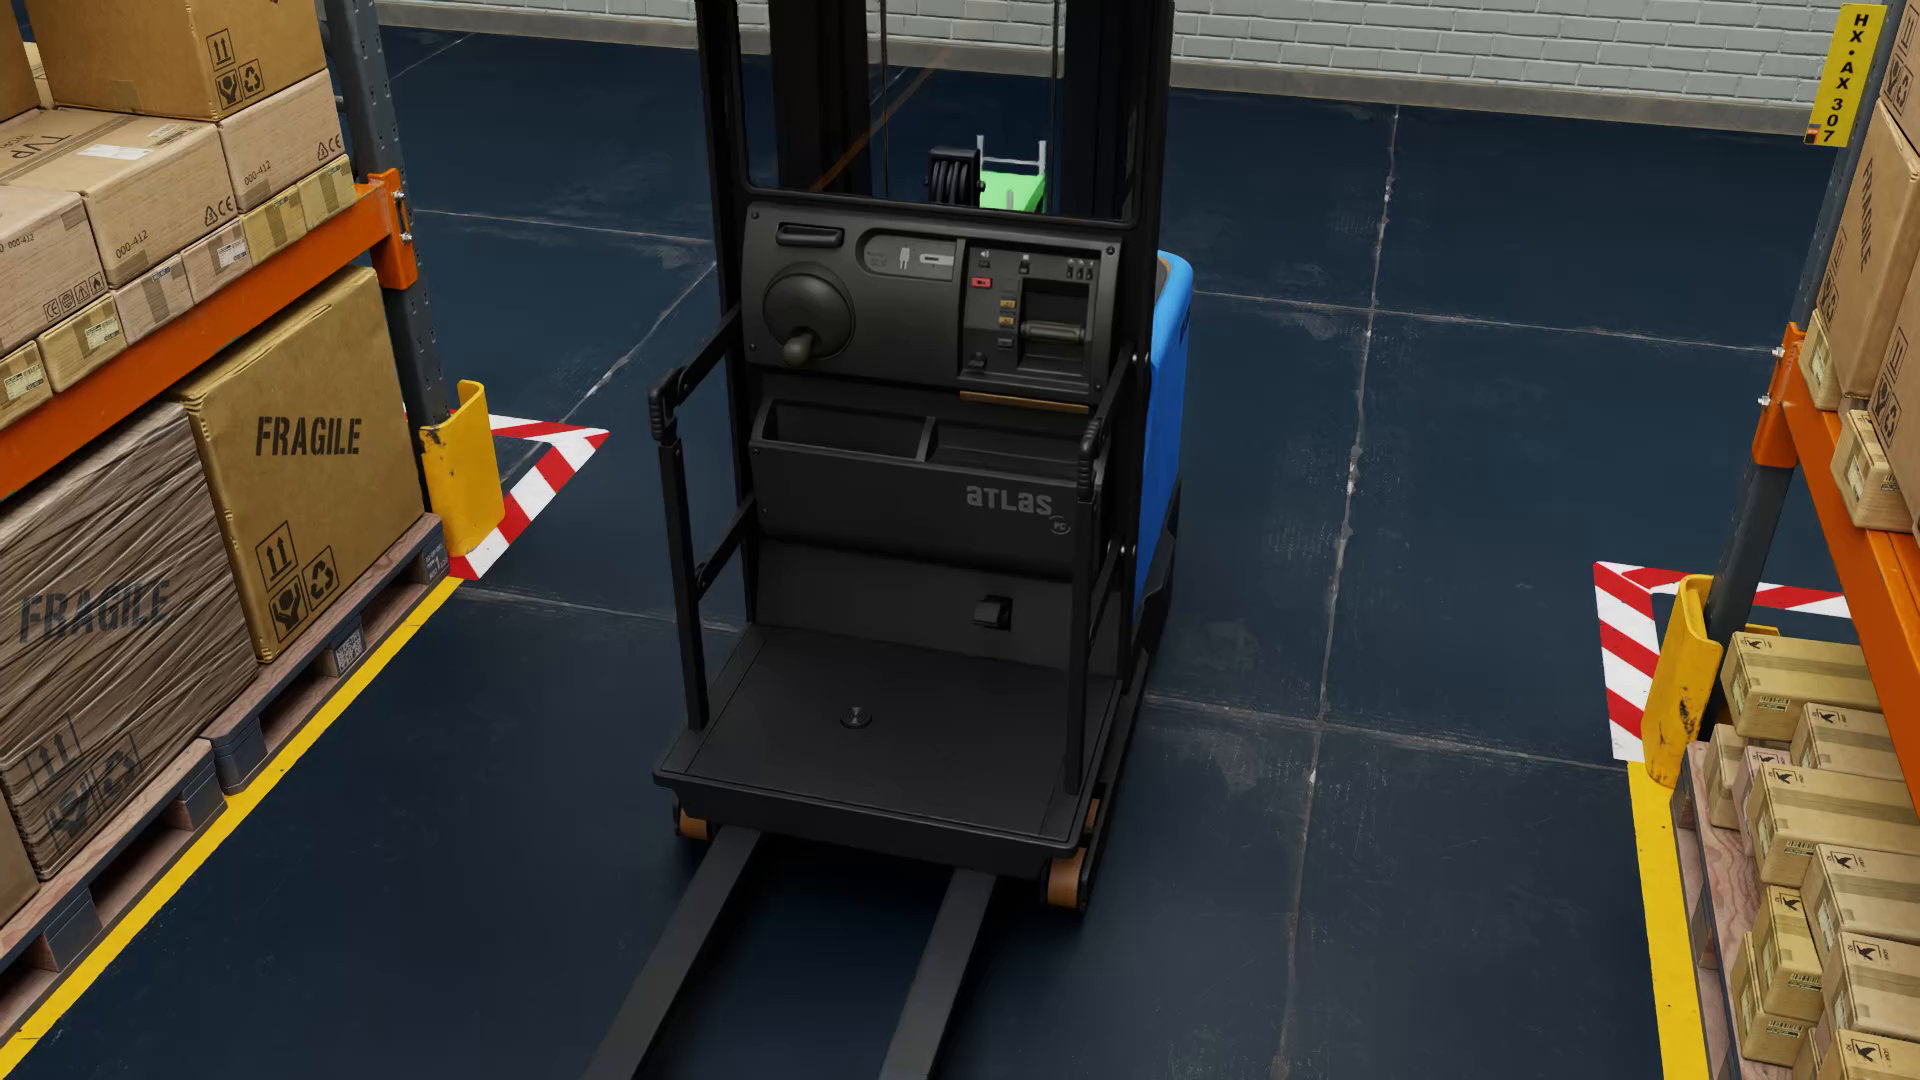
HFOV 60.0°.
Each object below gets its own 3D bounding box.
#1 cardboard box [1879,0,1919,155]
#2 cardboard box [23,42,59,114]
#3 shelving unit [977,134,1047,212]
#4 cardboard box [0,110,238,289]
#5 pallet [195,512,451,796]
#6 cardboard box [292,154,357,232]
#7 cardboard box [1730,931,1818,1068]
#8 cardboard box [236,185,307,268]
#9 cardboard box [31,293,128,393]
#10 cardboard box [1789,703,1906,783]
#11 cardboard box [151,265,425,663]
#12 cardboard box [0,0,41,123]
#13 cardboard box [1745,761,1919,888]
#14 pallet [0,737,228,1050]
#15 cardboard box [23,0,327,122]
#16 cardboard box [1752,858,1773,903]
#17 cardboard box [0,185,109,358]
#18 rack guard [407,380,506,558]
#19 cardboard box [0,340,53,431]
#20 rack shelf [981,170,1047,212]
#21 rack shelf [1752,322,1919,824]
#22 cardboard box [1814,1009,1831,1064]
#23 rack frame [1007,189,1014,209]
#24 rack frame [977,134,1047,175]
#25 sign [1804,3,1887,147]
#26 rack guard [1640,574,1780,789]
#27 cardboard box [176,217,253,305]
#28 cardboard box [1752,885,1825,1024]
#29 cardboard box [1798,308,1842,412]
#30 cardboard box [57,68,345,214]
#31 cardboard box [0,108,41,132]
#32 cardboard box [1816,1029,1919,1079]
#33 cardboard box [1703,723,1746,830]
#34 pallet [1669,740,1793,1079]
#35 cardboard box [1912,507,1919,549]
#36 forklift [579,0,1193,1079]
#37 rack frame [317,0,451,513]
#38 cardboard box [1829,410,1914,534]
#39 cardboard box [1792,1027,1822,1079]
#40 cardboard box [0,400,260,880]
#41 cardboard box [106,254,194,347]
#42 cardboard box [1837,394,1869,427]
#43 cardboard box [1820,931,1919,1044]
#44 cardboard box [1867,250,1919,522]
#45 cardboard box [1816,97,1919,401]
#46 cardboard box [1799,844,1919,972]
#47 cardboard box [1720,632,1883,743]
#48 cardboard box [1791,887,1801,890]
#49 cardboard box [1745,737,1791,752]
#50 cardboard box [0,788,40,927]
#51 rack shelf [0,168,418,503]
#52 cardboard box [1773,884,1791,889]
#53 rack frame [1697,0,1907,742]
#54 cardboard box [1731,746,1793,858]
[{"bbox_3d":[2.191,-1.019,3.254,0.500,0.500,0.500,8,33,12],"label":"cardboard box"},{"bbox_3d":[-2.593,-1.204,4.710,0.500,0.250,0.500,7,33,11],"label":"cardboard box"},{"bbox_3d":[0.115,-0.742,5.799,0.258,1.200,0.503,8,33,12],"label":"shelving unit"},{"bbox_3d":[-2.206,-0.865,4.178,0.500,0.250,0.500,7,33,12],"label":"cardboard box"},{"bbox_3d":[-2.338,0.249,5.162,1.003,0.211,1.213,8,33,12],"label":"pallet"},{"bbox_3d":[-1.982,-1.018,4.790,0.380,0.149,0.250,9,33,13],"label":"cardboard box"},{"bbox_3d":[1.905,1.023,3.611,0.380,0.149,0.250,8,33,13],"label":"cardboard box"},{"bbox_3d":[-2.047,-0.883,4.577,0.380,0.149,0.250,8,33,13],"label":"cardboard box"},{"bbox_3d":[-2.240,-0.488,3.956,0.380,0.149,0.250,7,33,11],"label":"cardboard box"},{"bbox_3d":[2.146,0.534,3.826,0.380,0.149,0.250,9,33,13],"label":"cardboard box"},{"bbox_3d":[-2.295,-0.291,5.001,0.875,0.875,0.875,8,33,12],"label":"cardboard box"},{"bbox_3d":[-2.720,-1.261,4.101,0.500,0.500,0.500,7,33,11],"label":"cardboard box"},{"bbox_3d":[1.959,0.647,3.647,0.380,0.149,0.250,8,33,12],"label":"cardboard box"},{"bbox_3d":[-2.649,0.880,4.170,1.003,0.211,1.213,8,33,12],"label":"pallet"},{"bbox_3d":[-2.080,-1.444,4.389,0.500,0.500,0.500,8,33,13],"label":"cardboard box"},{"bbox_3d":[2.132,0.775,4.001,0.380,0.149,0.250,8,33,12],"label":"cardboard box"},{"bbox_3d":[-2.335,-0.601,3.762,0.500,0.250,0.500,7,33,11],"label":"cardboard box"},{"bbox_3d":[-2.204,-0.311,5.774,1.175,0.500,0.348,8,33,12],"label":"rack guard"},{"bbox_3d":[-2.305,-0.353,3.744,0.380,0.149,0.250,8,33,13],"label":"cardboard box"},{"bbox_3d":[0.115,-1.093,5.576,0.258,0.148,0.480,8,33,12],"label":"rack shelf"},{"bbox_3d":[2.054,0.715,2.499,1.077,0.370,4.000,8,33,12],"label":"rack shelf"},{"bbox_3d":[1.934,1.054,3.285,0.380,0.149,0.250,6,33,10],"label":"cardboard box"},{"bbox_3d":[0.054,-0.616,5.600,0.240,1.200,0.015,8,33,12],"label":"rack frame"},{"bbox_3d":[0.177,-0.869,5.998,0.240,1.200,0.015,8,33,12],"label":"rack frame"},{"bbox_3d":[2.037,-1.065,3.823,0.100,0.325,0.005,8,33,12],"label":"sign"},{"bbox_3d":[2.542,0.468,4.547,1.175,0.500,0.348,8,33,12],"label":"rack guard"},{"bbox_3d":[-2.112,-0.752,4.372,0.380,0.149,0.250,8,33,12],"label":"cardboard box"},{"bbox_3d":[1.910,0.903,3.522,0.380,0.149,0.250,9,34,14],"label":"cardboard box"},{"bbox_3d":[2.162,-0.397,3.812,0.380,0.149,0.250,8,33,12],"label":"cardboard box"},{"bbox_3d":[-2.077,-1.128,4.592,0.500,0.250,0.500,7,33,12],"label":"cardboard box"},{"bbox_3d":[-2.719,-0.933,4.284,0.500,0.250,0.500,8,33,12],"label":"cardboard box"},{"bbox_3d":[1.785,1.060,2.998,0.380,0.149,0.250,9,33,13],"label":"cardboard box"},{"bbox_3d":[2.119,0.628,4.232,0.380,0.149,0.250,9,33,13],"label":"cardboard box"},{"bbox_3d":[2.302,1.007,3.969,1.003,0.211,1.213,8,33,12],"label":"pallet"},{"bbox_3d":[1.933,-0.065,2.685,0.500,0.500,0.500,8,33,13],"label":"cardboard box"},{"bbox_3d":[-0.133,-0.524,3.842,1.130,2.935,3.031,8,33,12],"label":"forklift"},{"bbox_3d":[-2.210,-1.354,5.084,1.000,3.000,0.127,8,33,12],"label":"rack frame"},{"bbox_3d":[2.018,-0.127,3.387,0.380,0.149,0.250,7,33,11],"label":"cardboard box"},{"bbox_3d":[1.932,1.168,3.383,0.380,0.149,0.250,8,33,12],"label":"cardboard box"},{"bbox_3d":[-2.526,0.181,4.259,0.875,0.875,0.875,8,33,12],"label":"cardboard box"},{"bbox_3d":[-2.176,-0.623,4.168,0.380,0.149,0.250,9,33,13],"label":"cardboard box"},{"bbox_3d":[2.138,-0.259,3.595,0.380,0.149,0.250,9,34,14],"label":"cardboard box"},{"bbox_3d":[1.896,0.930,3.203,0.380,0.149,0.250,9,34,14],"label":"cardboard box"},{"bbox_3d":[2.069,-0.317,3.083,0.500,0.500,0.500,8,33,12],"label":"cardboard box"},{"bbox_3d":[2.180,-0.598,3.525,0.500,0.500,0.500,10,34,15],"label":"cardboard box"},{"bbox_3d":[1.976,0.787,3.427,0.380,0.149,0.250,6,33,10],"label":"cardboard box"},{"bbox_3d":[2.100,0.374,4.076,0.380,0.149,0.250,7,33,10],"label":"cardboard box"},{"bbox_3d":[2.080,0.785,3.708,0.380,0.149,0.250,8,33,13],"label":"cardboard box"},{"bbox_3d":[2.180,0.511,4.138,0.380,0.149,0.250,9,34,14],"label":"cardboard box"},{"bbox_3d":[-2.752,0.643,3.532,0.875,0.875,0.875,8,33,12],"label":"cardboard box"},{"bbox_3d":[-2.718,-0.012,3.644,1.077,0.370,4.000,8,33,12],"label":"rack shelf"},{"bbox_3d":[2.075,0.905,3.797,0.380,0.149,0.250,8,33,13],"label":"cardboard box"},{"bbox_3d":[2.562,-0.626,3.939,1.000,3.000,0.127,8,33,12],"label":"rack frame"},{"bbox_3d":[2.056,0.646,3.927,0.380,0.149,0.250,8,33,12],"label":"cardboard box"}]
